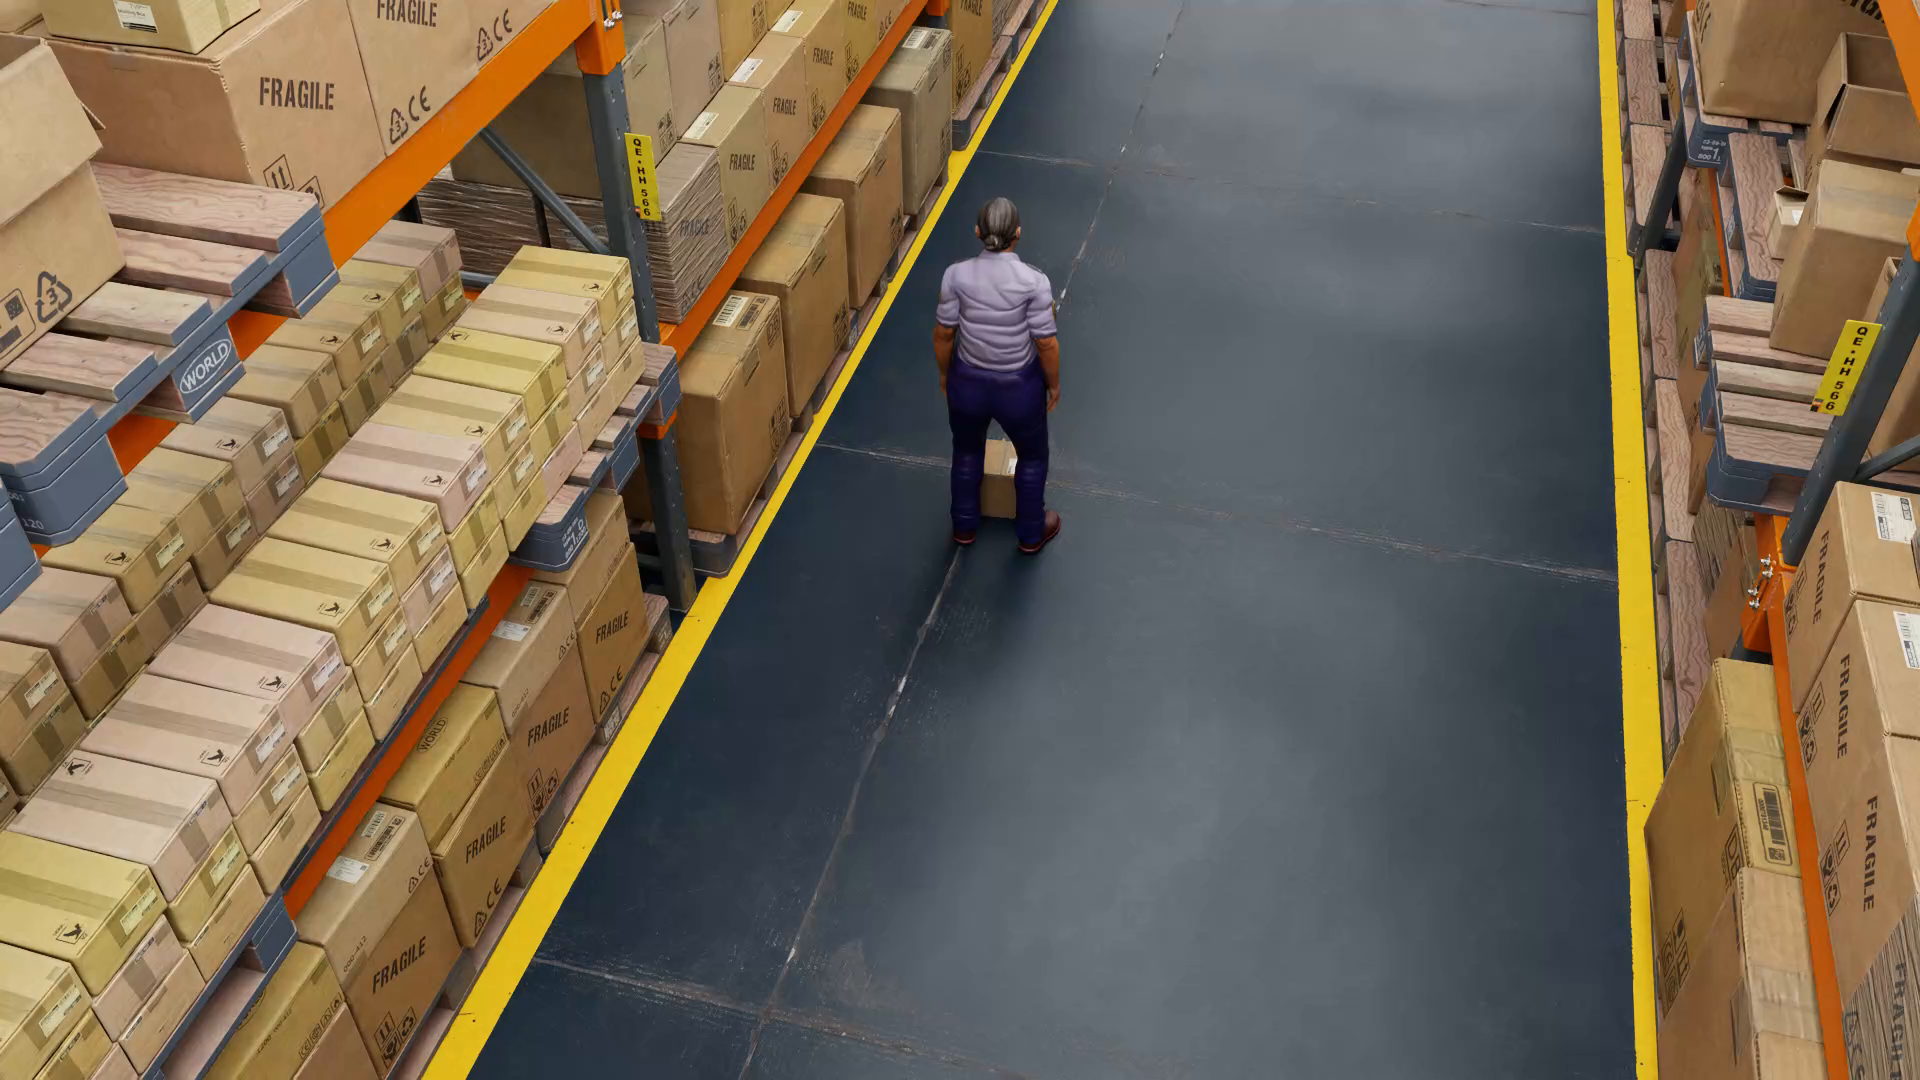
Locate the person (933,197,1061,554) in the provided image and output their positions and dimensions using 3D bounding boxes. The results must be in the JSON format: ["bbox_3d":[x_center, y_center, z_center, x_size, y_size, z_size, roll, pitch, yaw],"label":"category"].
[{"bbox_3d":[0.162,-0.643,6.898,0.540,1.651,0.372,9,42,10],"label":"person"}]
